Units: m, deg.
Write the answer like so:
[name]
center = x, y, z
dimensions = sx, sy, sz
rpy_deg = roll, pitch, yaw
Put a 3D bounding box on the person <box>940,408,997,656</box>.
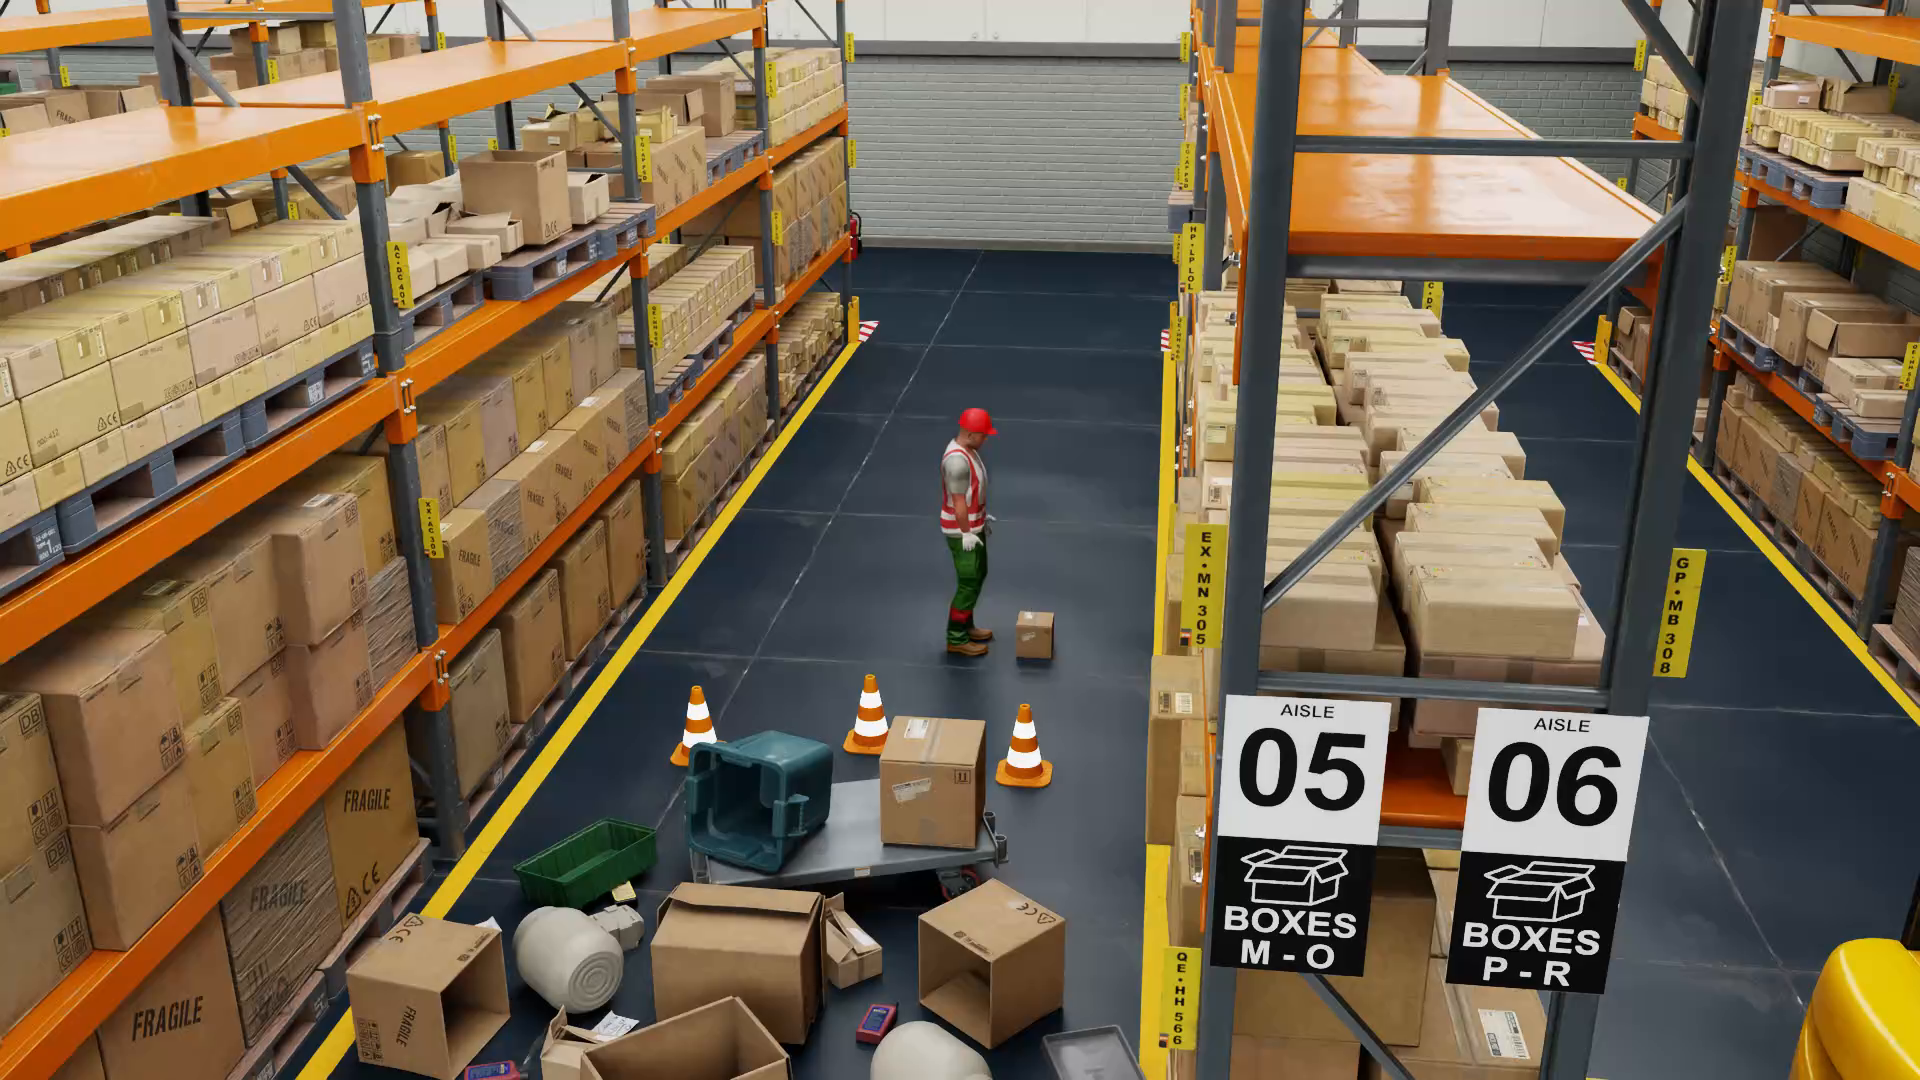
[person]
center = 0.064, -0.079, 11.719
dimensions = 0.388, 1.768, 0.533
rpy_deg = 3, 21, 7
